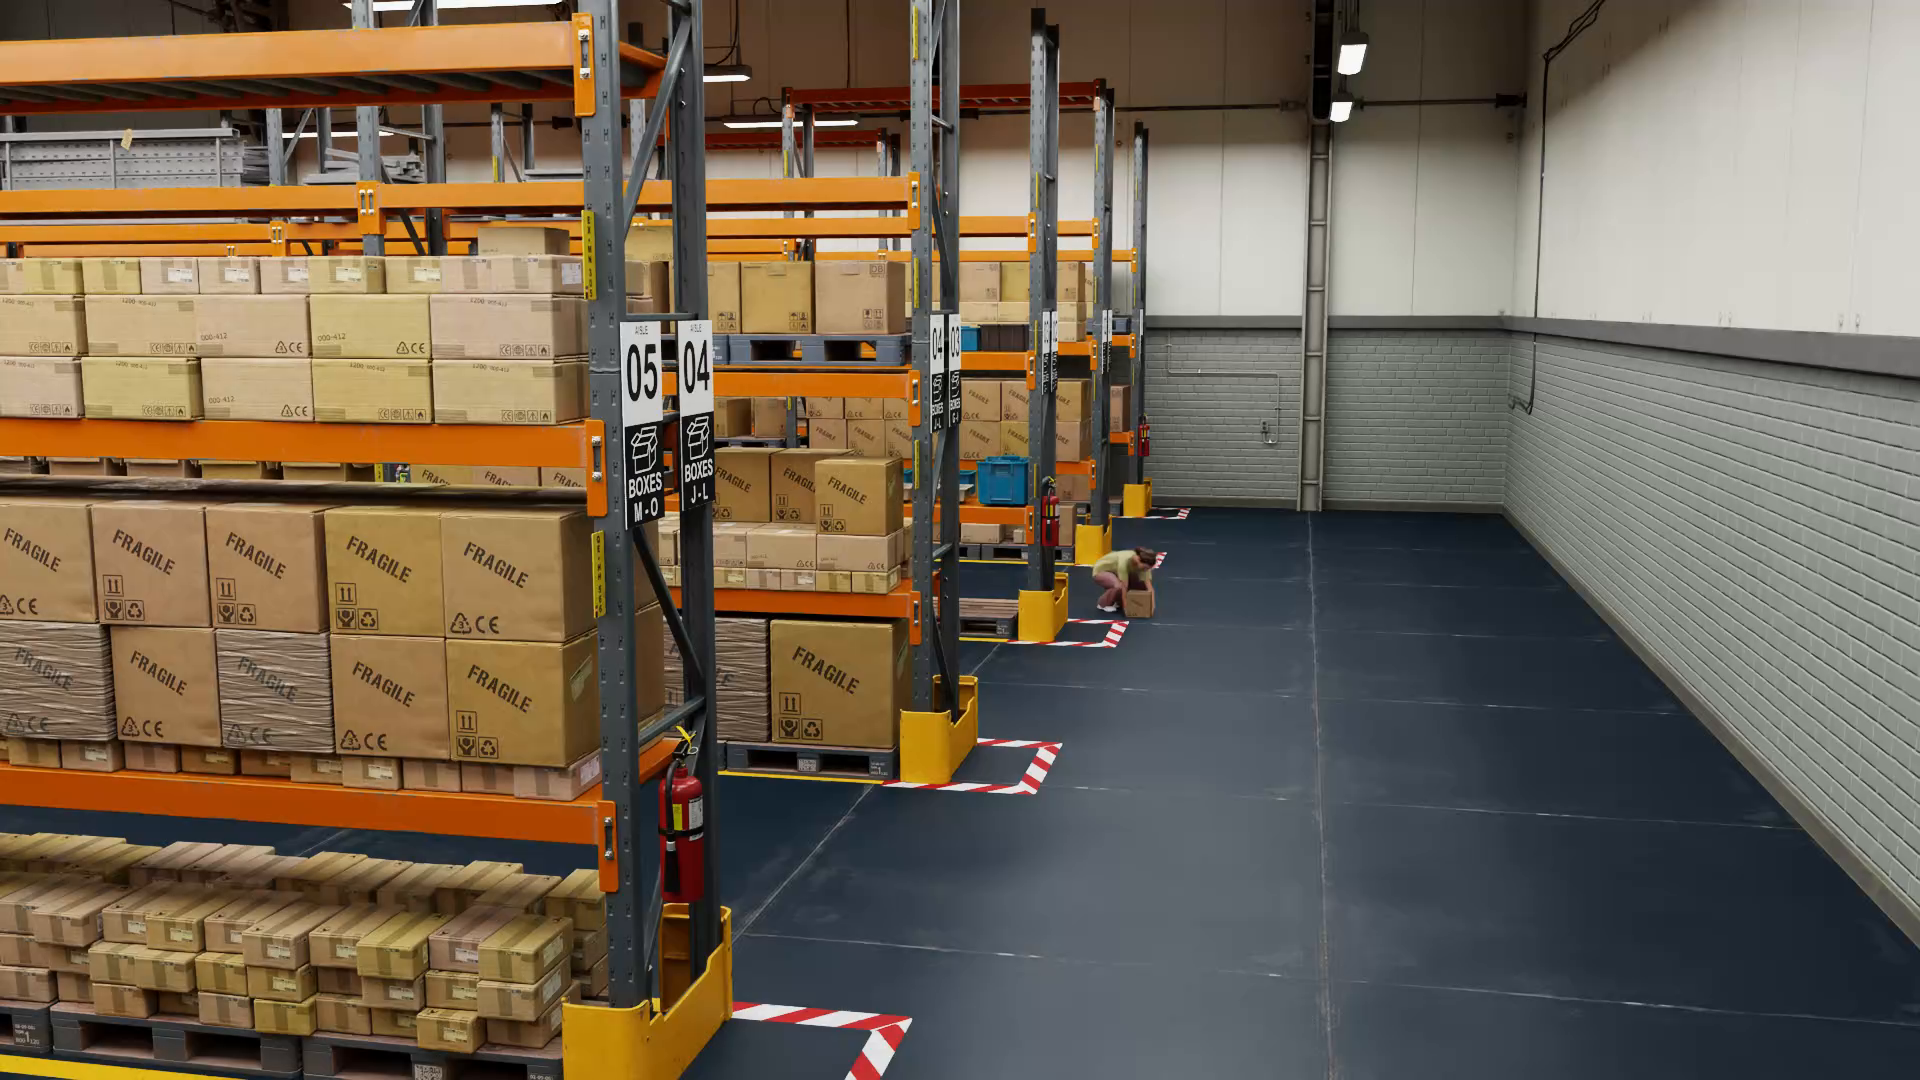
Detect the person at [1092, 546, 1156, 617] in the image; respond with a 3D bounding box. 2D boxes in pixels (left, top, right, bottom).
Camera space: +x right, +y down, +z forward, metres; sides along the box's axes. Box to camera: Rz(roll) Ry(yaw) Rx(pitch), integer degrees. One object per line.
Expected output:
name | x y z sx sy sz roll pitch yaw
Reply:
person | 1.779 0.435 17.807 0.468 0.801 0.844 -6 10 -34
